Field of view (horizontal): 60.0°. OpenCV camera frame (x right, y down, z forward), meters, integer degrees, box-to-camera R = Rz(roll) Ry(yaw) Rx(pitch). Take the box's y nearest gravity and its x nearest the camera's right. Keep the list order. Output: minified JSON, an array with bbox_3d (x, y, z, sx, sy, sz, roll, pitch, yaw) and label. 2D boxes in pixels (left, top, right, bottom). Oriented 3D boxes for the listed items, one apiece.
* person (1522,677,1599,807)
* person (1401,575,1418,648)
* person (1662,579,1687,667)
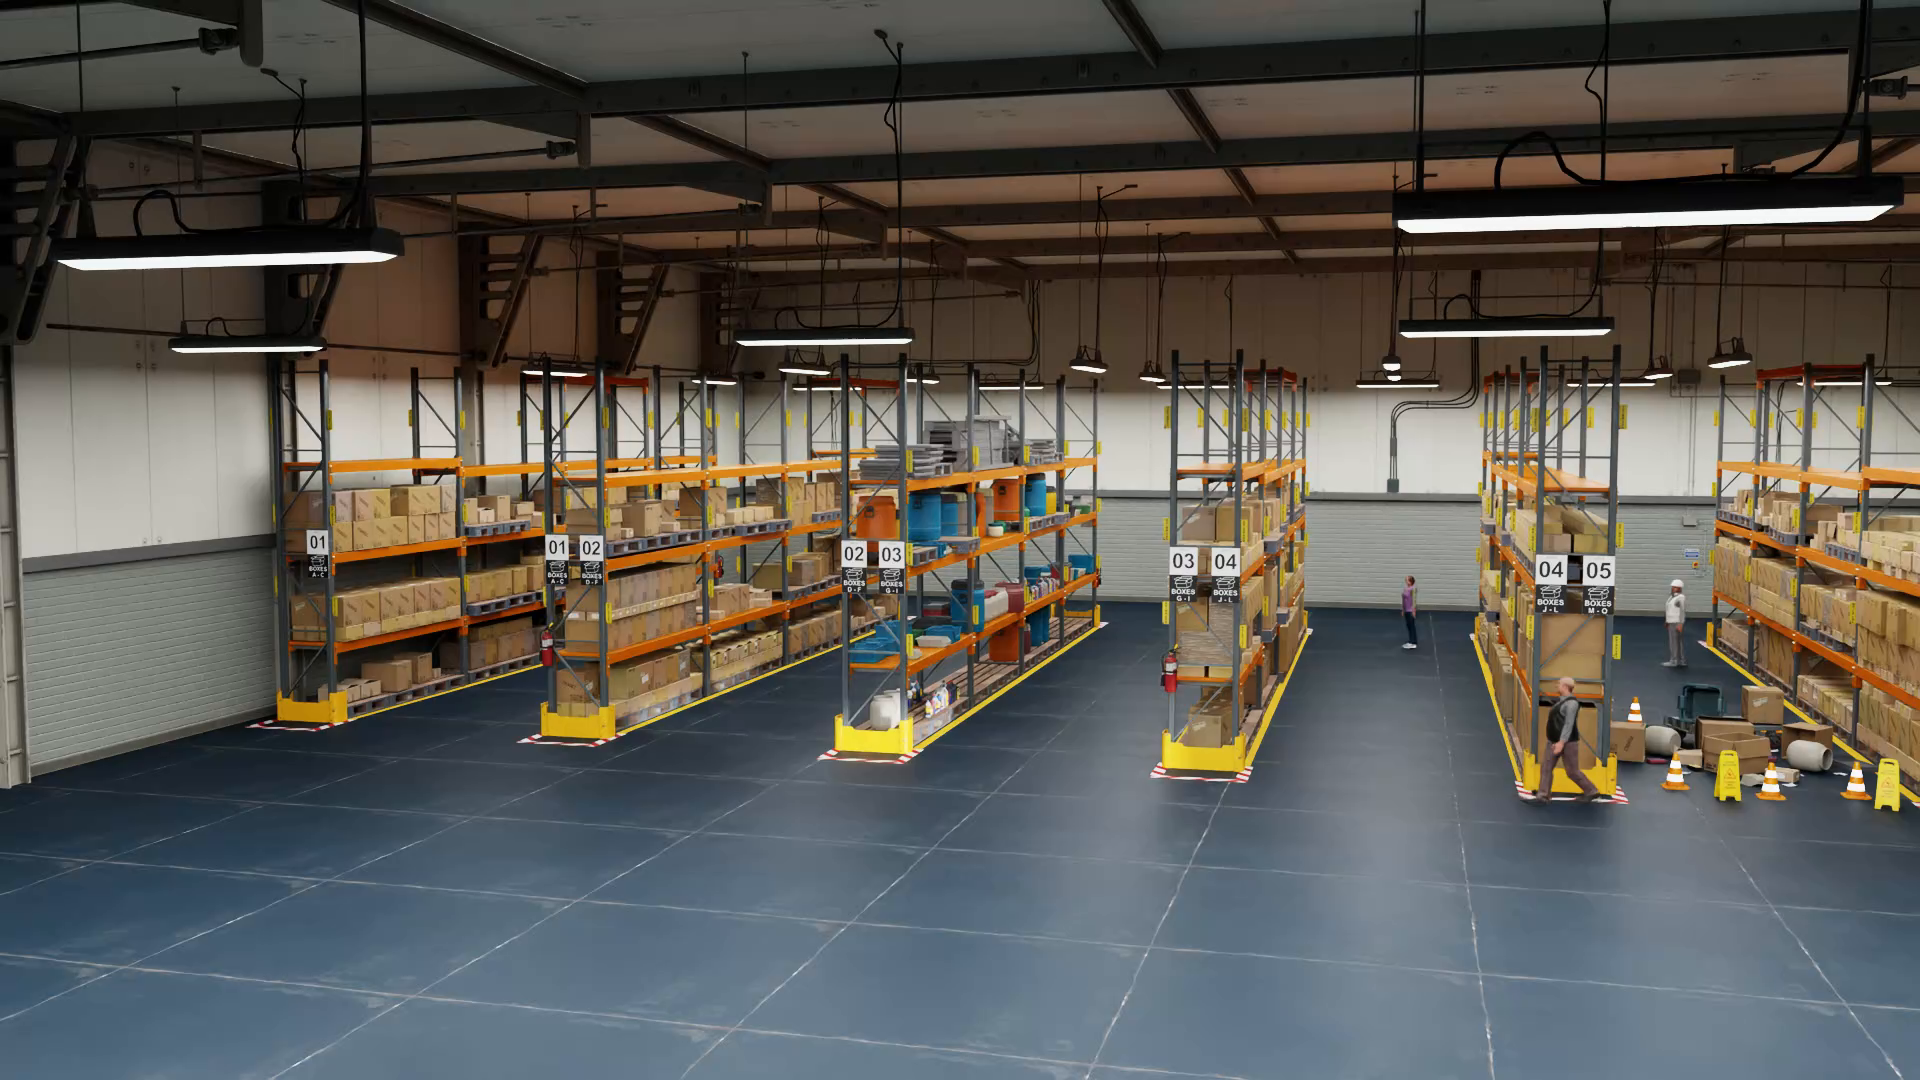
[{"bbox_3d":[7.793,2.615,21.480,0.944,1.696,0.519,-1,4,-10],"label":"person"},{"bbox_3d":[9.873,1.574,36.529,0.326,1.604,0.435,0,4,-4],"label":"person"},{"bbox_3d":[14.578,1.688,33.893,0.442,1.777,0.556,2,5,25],"label":"person"}]
